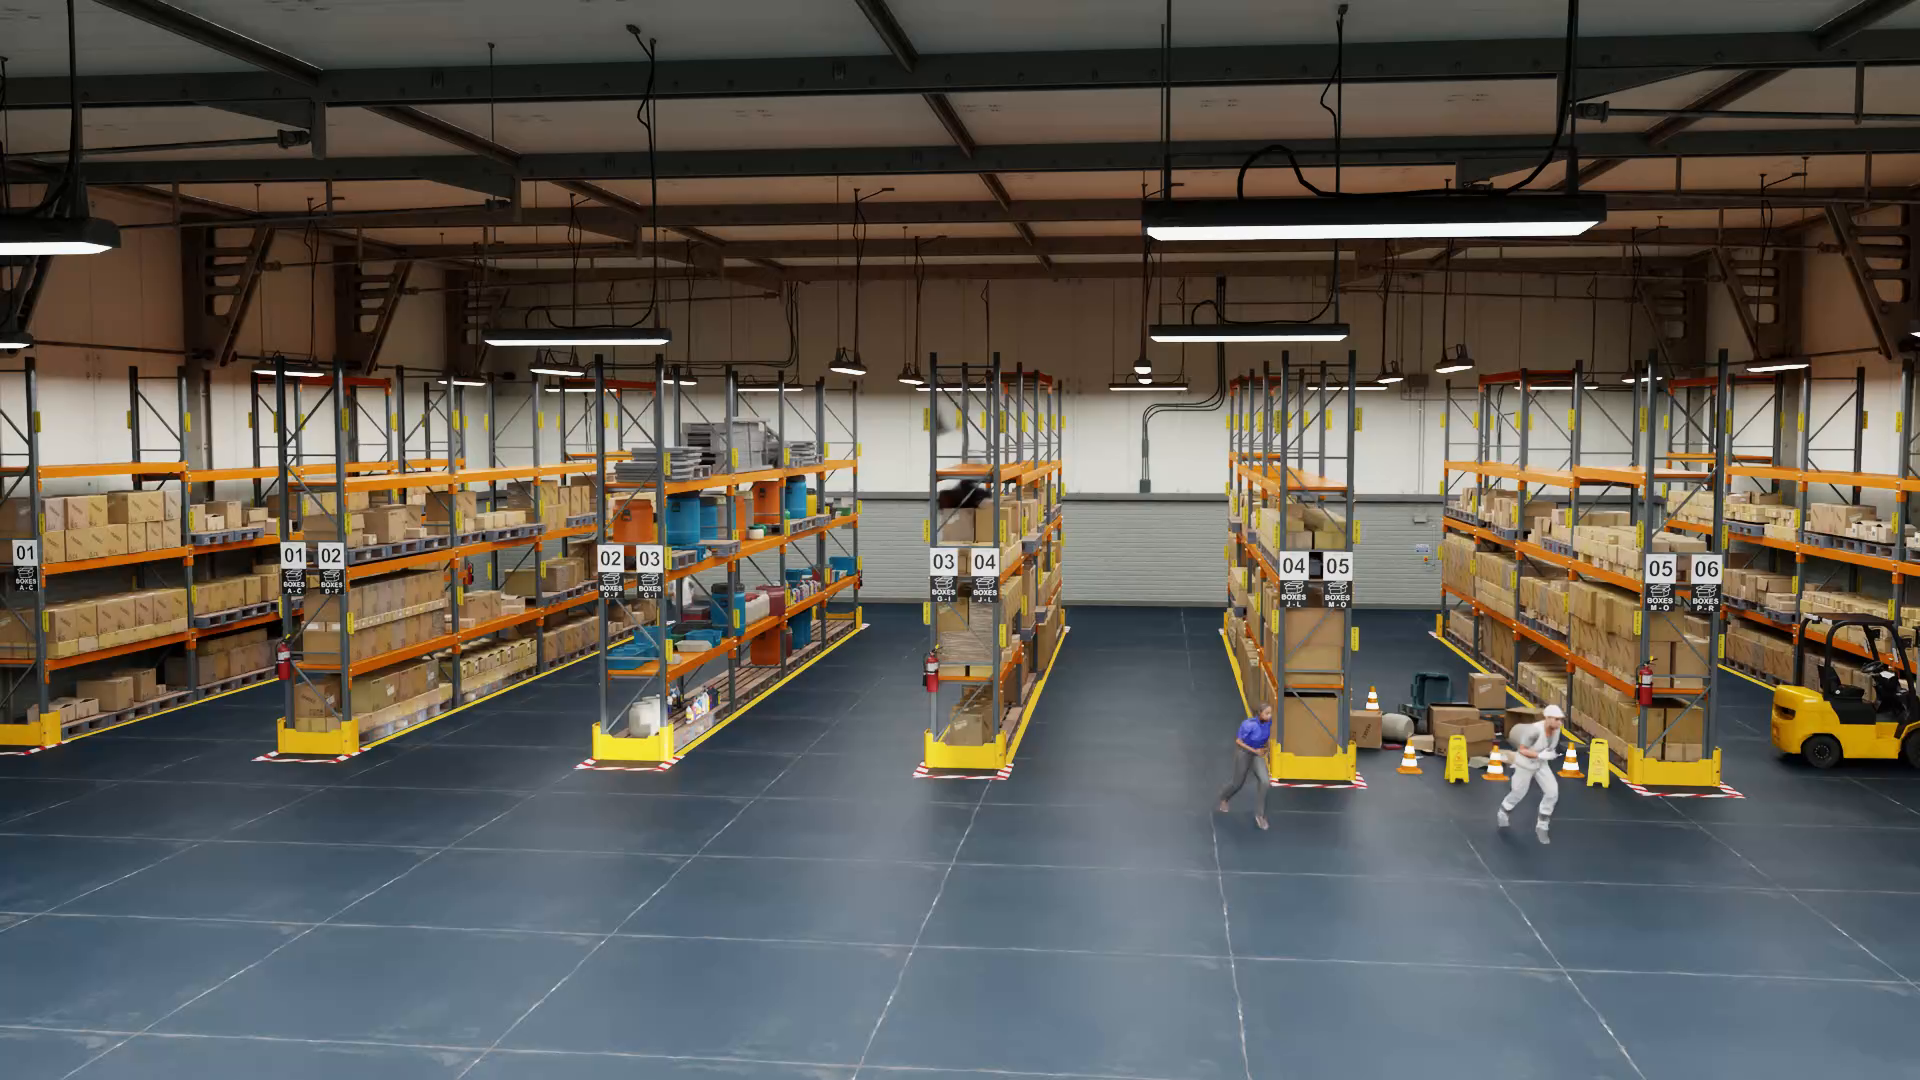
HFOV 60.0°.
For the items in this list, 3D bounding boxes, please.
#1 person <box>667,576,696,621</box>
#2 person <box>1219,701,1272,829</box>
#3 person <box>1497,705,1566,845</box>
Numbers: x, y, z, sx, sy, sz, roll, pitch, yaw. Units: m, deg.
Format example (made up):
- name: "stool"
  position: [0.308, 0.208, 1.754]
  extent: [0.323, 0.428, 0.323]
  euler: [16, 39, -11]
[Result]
- name: "person"
  position: [-6.298, 1.471, 37.501]
  extent: [0.600, 1.821, 0.831]
  euler: [0, 4, 2]
- name: "person"
  position: [3.590, 2.771, 20.861]
  extent: [0.618, 1.616, 0.964]
  euler: [-2, 5, -31]
- name: "person"
  position: [6.874, 2.778, 19.989]
  extent: [0.707, 1.719, 1.021]
  euler: [-2, 4, -25]
